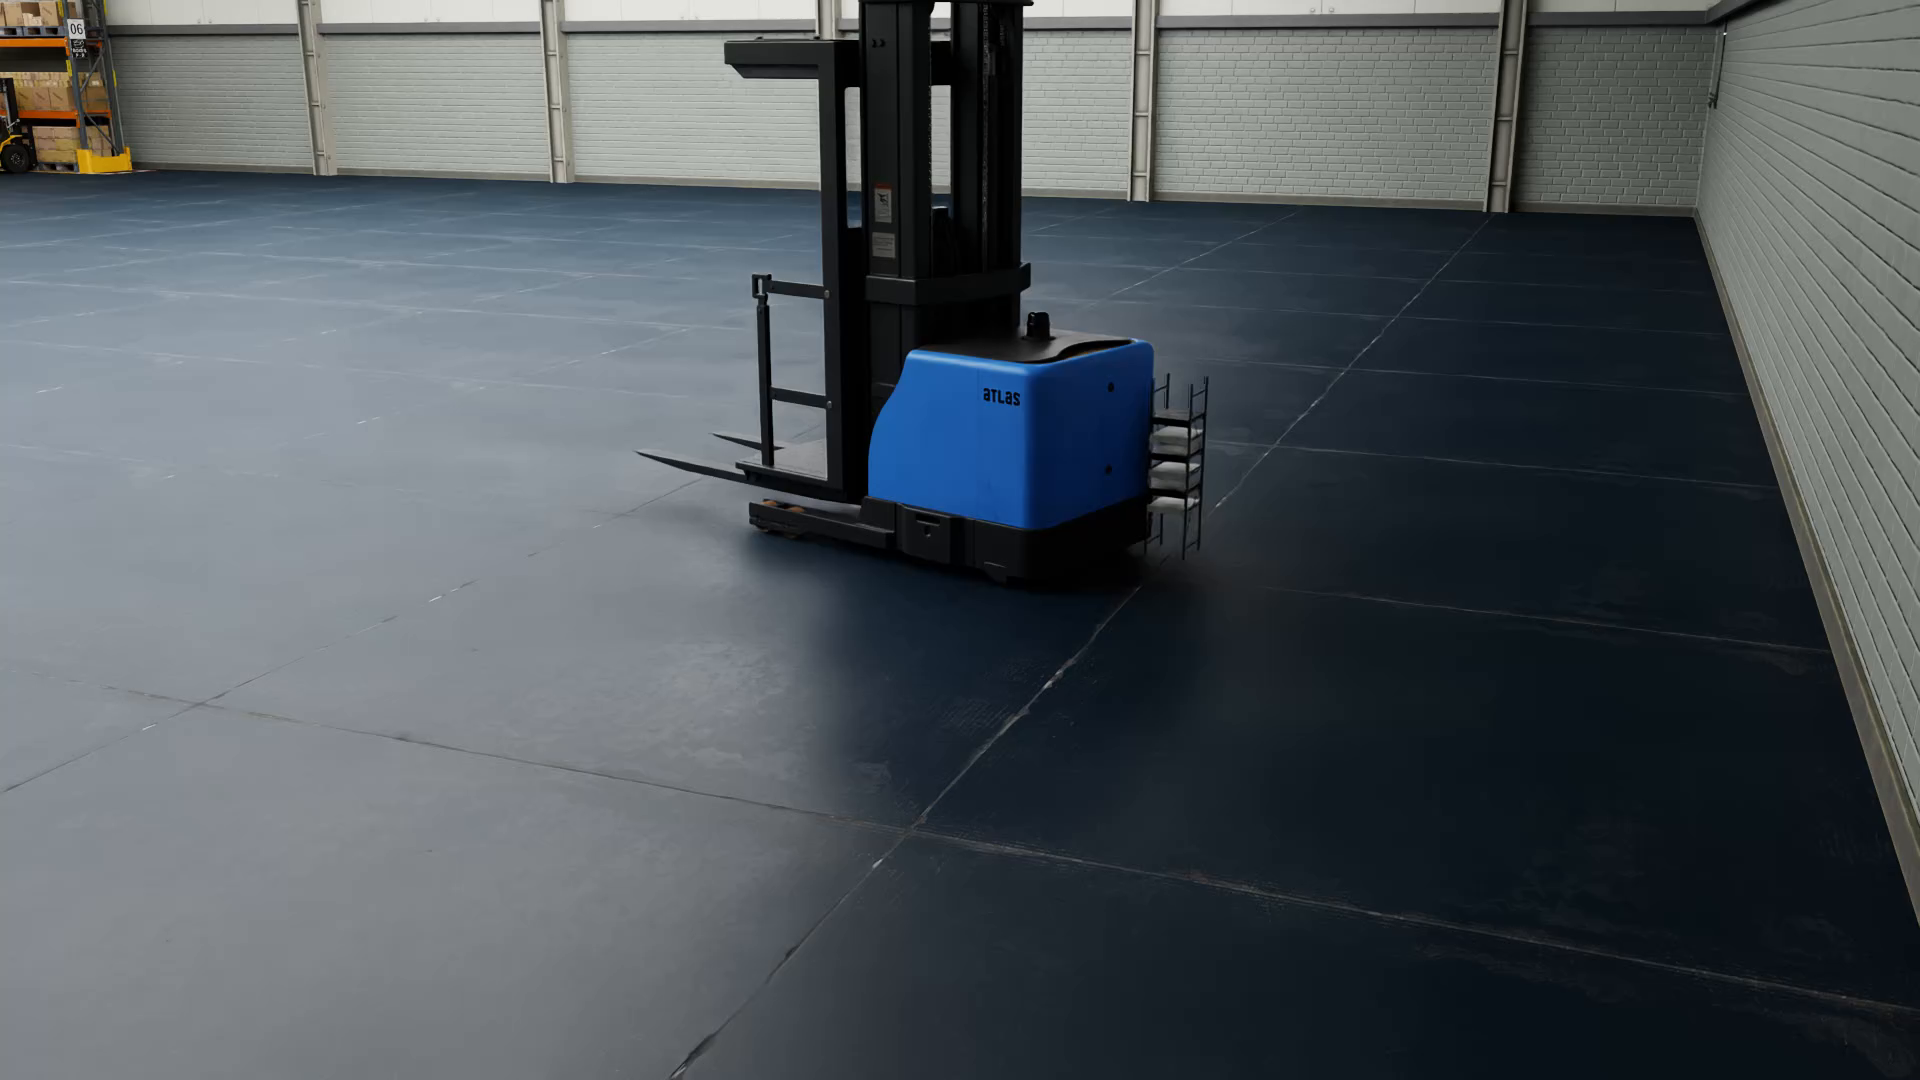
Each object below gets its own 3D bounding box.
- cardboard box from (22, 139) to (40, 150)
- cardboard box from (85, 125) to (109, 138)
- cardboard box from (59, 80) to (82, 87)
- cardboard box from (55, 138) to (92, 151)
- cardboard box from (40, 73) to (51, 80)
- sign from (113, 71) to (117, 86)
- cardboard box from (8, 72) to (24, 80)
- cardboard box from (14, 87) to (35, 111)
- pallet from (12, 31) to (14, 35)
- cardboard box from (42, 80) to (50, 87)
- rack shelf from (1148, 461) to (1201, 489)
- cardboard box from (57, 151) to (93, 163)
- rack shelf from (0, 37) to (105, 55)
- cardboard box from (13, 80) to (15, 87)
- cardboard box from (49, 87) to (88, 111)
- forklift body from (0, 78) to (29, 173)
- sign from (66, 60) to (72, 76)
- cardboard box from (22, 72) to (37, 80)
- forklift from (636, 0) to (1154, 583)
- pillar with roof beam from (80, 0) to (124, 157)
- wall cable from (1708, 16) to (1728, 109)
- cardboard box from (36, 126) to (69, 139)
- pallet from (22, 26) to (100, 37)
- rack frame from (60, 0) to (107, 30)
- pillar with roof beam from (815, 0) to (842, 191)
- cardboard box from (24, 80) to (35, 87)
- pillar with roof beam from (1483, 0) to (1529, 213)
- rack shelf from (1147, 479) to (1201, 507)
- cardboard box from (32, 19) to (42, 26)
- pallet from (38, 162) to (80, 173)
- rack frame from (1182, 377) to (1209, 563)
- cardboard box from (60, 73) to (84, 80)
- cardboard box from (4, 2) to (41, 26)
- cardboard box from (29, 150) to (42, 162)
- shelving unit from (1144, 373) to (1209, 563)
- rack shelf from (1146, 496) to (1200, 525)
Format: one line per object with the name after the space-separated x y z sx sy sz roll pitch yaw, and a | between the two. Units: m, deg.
-20.355 -8.757 36.739 0.500 0.250 0.500 6 17 19 | cardboard box
-19.215 -9.025 36.766 0.500 0.250 0.500 6 17 20 | cardboard box
-19.263 -9.888 36.009 0.250 0.149 0.380 7 17 21 | cardboard box
-19.405 -8.655 36.389 0.500 0.250 0.500 6 17 20 | cardboard box
-19.742 -10.087 36.161 0.250 0.149 0.380 7 17 22 | cardboard box
-18.628 -10.162 36.604 0.005 0.325 0.100 6 17 21 | sign
-20.677 -10.205 36.569 0.250 0.149 0.380 7 17 21 | cardboard box
-20.347 -9.703 36.538 0.500 0.500 0.500 6 17 20 | cardboard box
-21.755 -11.292 36.968 1.213 0.211 1.003 6 17 21 | pallet
-19.730 -9.948 36.219 0.250 0.149 0.380 7 17 22 | cardboard box
1.078 -0.330 8.312 0.200 0.077 0.258 9 18 26 | rack shelf
-19.390 -8.413 36.450 0.500 0.250 0.500 6 17 21 | cardboard box
-20.698 -10.865 36.629 4.000 0.370 1.077 6 17 21 | rack shelf
-20.664 -10.061 36.608 0.250 0.149 0.380 6 17 20 | cardboard box
-19.391 -9.595 36.167 0.500 0.500 0.500 6 17 19 | cardboard box
-21.271 -8.878 35.399 1.214 2.155 2.313 6 17 21 | forklift body
-19.049 -10.096 35.568 0.005 0.325 0.100 6 17 21 | sign
-20.229 -10.129 36.308 0.250 0.149 0.380 7 18 22 | cardboard box
-0.493 -1.517 8.642 3.031 2.935 1.130 13 20 37 | forklift
-20.734 -11.635 32.610 0.400 9.000 9.100 6 17 21 | pillar with roof beam
11.009 -7.547 24.098 0.112 2.526 3.097 6 17 21 | wall cable
-19.857 -8.944 36.486 0.500 0.250 0.500 7 17 22 | cardboard box
-19.485 -11.042 36.108 1.213 0.211 1.003 6 17 21 | pallet
-18.837 -12.446 35.405 0.127 3.000 1.000 6 17 21 | rack frame
-3.989 -9.793 26.267 0.400 9.000 9.100 6 17 21 | pillar with roof beam
-20.222 -9.992 36.368 0.250 0.149 0.380 6 17 19 | cardboard box
7.174 -8.566 22.039 0.400 9.000 9.100 6 17 21 | pillar with roof beam
1.077 -0.244 8.338 0.200 0.077 0.258 9 18 26 | rack shelf
-19.719 -11.141 35.807 0.250 0.149 0.380 6 17 19 | cardboard box
-19.564 -8.294 36.863 1.213 0.211 1.003 6 17 21 | pallet
1.168 -0.348 8.258 0.006 0.900 0.240 9 18 26 | rack frame
-19.248 -10.050 36.034 0.250 0.149 0.380 6 17 21 | cardboard box
-20.254 -11.416 36.126 0.500 0.500 0.700 6 17 21 | cardboard box
-20.311 -8.519 36.818 0.500 0.250 0.500 6 17 21 | cardboard box
1.078 -0.362 8.303 0.210 0.900 0.258 9 18 26 | shelving unit
1.076 -0.158 8.363 0.200 0.077 0.258 9 18 26 | rack shelf
